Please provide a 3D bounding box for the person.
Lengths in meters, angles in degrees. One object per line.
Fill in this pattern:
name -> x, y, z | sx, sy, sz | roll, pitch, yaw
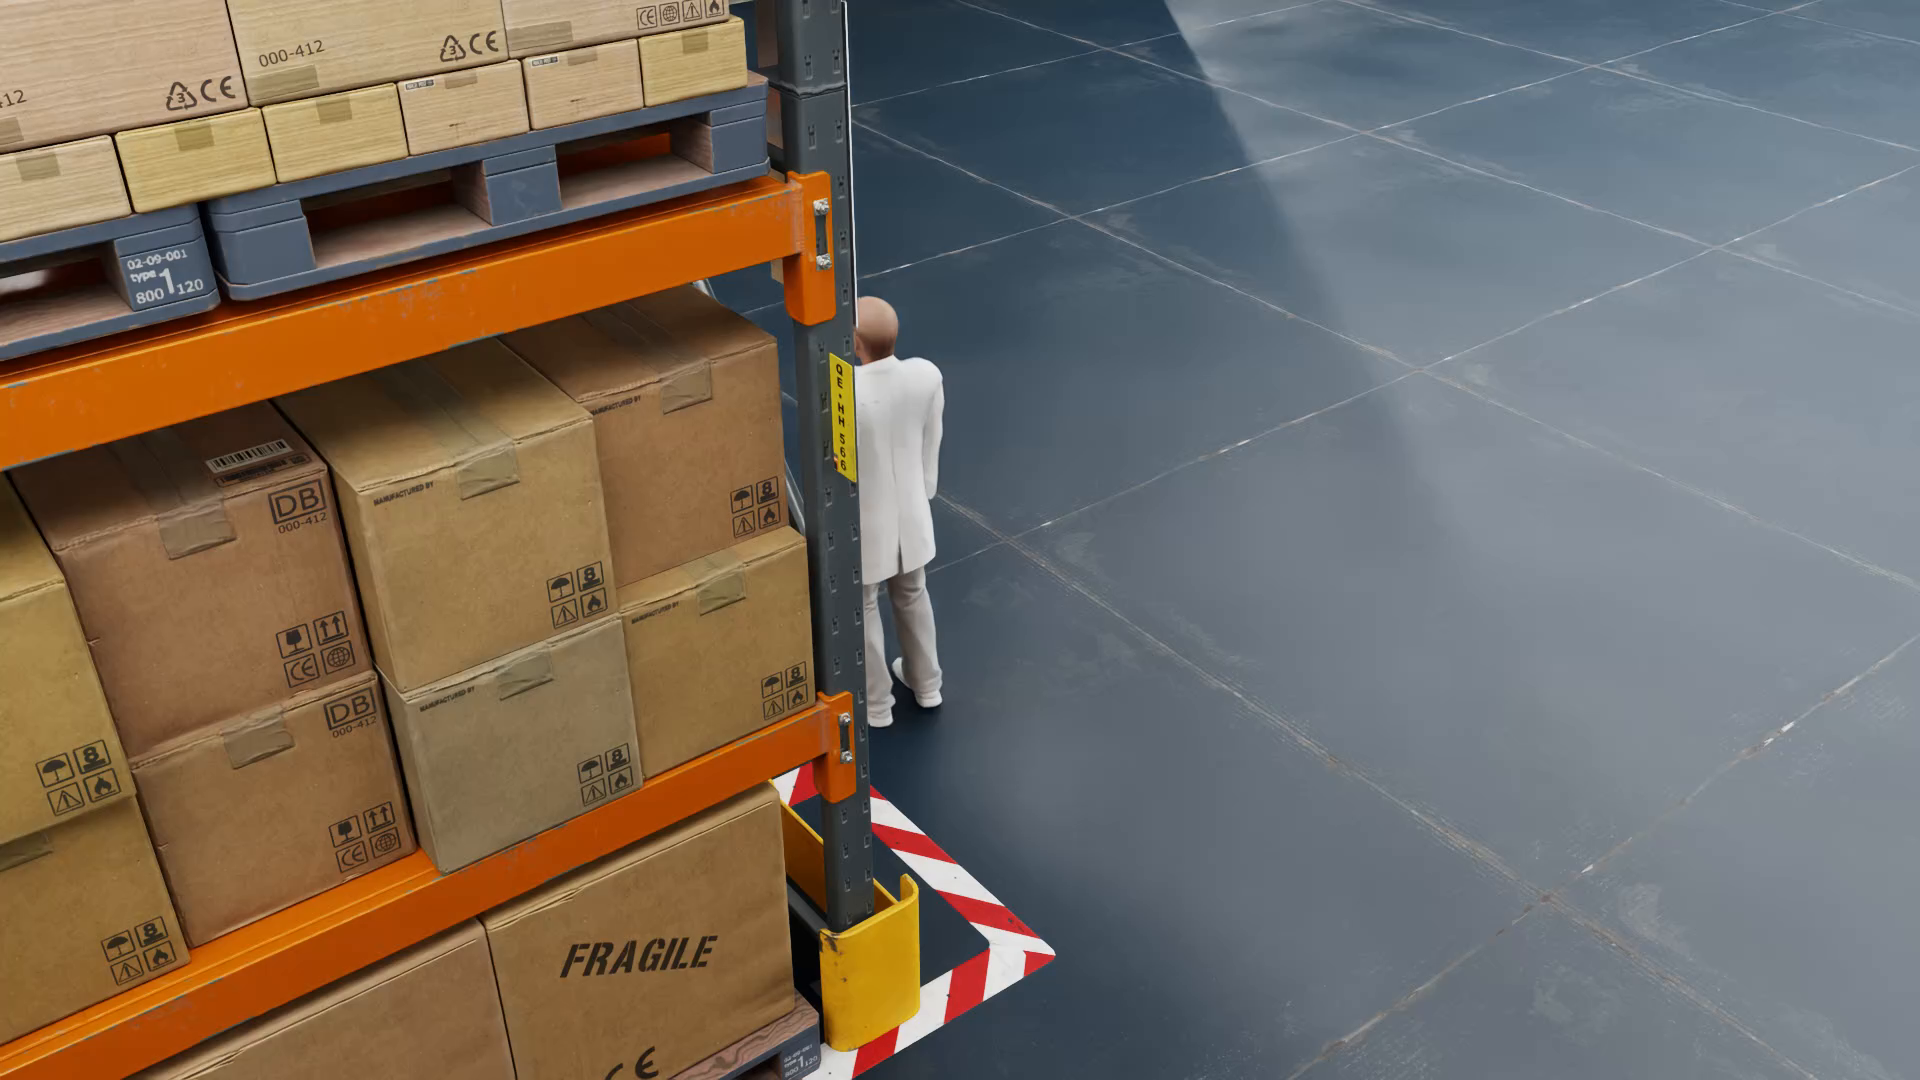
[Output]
person -> -0.332, -0.054, 6.352 | 0.565, 1.693, 0.378 | -22, 38, -31
